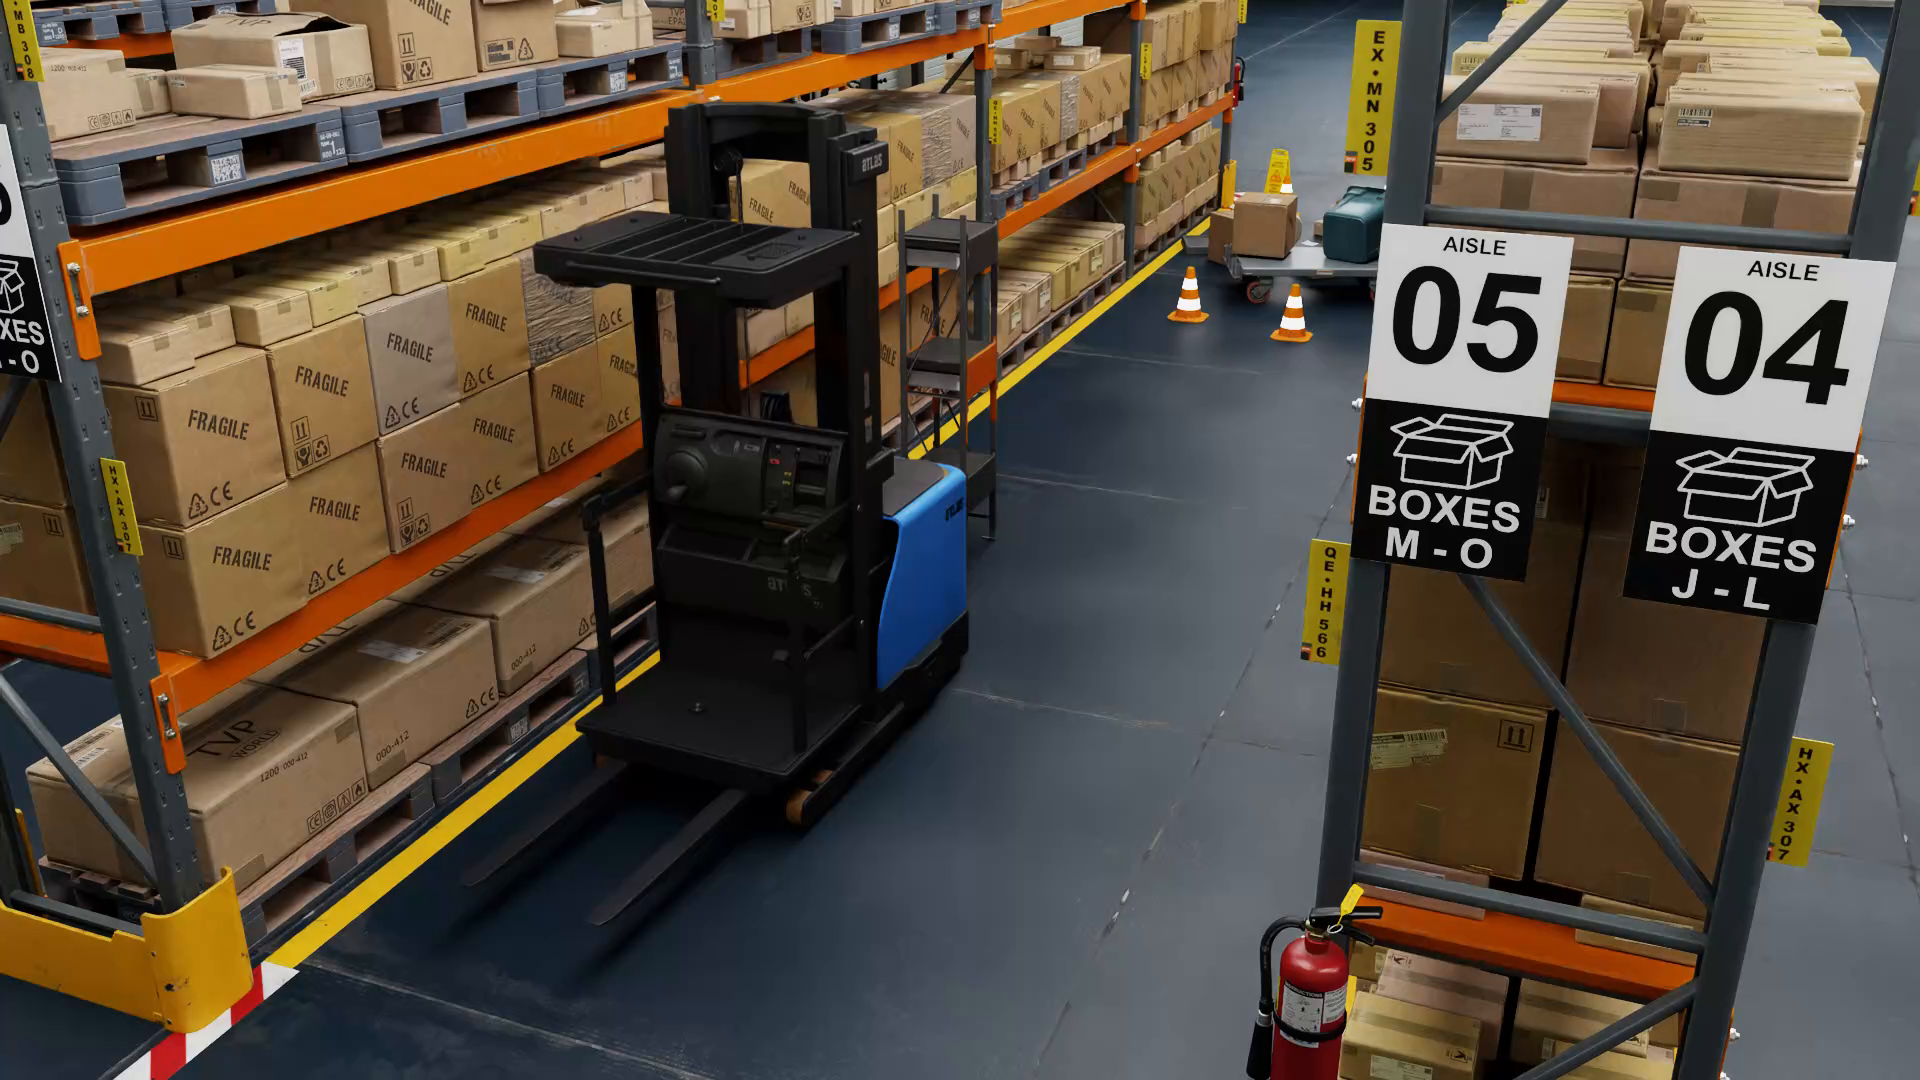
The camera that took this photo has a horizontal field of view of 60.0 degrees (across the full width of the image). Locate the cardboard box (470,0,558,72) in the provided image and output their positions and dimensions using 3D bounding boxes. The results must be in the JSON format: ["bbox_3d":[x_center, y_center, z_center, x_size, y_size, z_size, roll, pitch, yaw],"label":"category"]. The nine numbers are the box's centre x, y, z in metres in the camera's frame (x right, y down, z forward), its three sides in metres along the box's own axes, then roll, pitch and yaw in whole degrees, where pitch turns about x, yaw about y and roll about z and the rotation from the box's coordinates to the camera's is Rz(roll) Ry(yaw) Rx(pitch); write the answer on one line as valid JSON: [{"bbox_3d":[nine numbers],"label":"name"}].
[{"bbox_3d":[-2.213,-2.367,7.324,0.797,0.503,0.637,11,25,24],"label":"cardboard box"}]

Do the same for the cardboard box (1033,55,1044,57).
[{"bbox_3d":[0.789,-4.296,15.582,0.500,0.500,0.500,9,24,21],"label":"cardboard box"}]

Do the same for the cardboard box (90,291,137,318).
[{"bbox_3d":[-3.209,-0.809,6.027,0.380,0.149,0.250,9,24,21],"label":"cardboard box"}]

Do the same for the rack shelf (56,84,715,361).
[{"bbox_3d":[-2.485,-1.519,7.036,1.077,0.370,4.000,9,24,20],"label":"rack shelf"}]

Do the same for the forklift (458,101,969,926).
[{"bbox_3d":[-1.025,-0.289,7.139,1.130,2.935,3.031,10,25,22],"label":"forklift"}]

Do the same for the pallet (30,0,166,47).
[{"bbox_3d":[-6.045,-3.412,10.880,1.213,0.211,1.003,9,24,20],"label":"pallet"}]

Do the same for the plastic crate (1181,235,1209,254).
[{"bbox_3d":[2.574,-3.142,17.670,0.402,0.080,0.583,1,23,2],"label":"plastic crate"}]

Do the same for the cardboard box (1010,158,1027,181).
[{"bbox_3d":[0.318,-2.969,13.247,0.380,0.149,0.250,7,24,17],"label":"cardboard box"}]

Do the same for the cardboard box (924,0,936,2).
[{"bbox_3d":[-0.448,-3.856,11.024,0.700,0.500,0.500,8,24,17],"label":"cardboard box"}]

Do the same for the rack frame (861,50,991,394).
[{"bbox_3d":[-0.256,-2.614,12.616,1.000,3.000,0.127,9,24,20],"label":"rack frame"}]

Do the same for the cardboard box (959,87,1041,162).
[{"bbox_3d":[0.313,-3.306,13.213,0.500,0.500,0.500,10,25,23],"label":"cardboard box"}]

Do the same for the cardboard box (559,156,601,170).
[{"bbox_3d":[-2.100,-1.913,8.671,0.380,0.149,0.250,8,24,19],"label":"cardboard box"}]

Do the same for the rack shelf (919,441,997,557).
[{"bbox_3d":[-0.061,-0.251,9.979,0.431,0.518,0.480,9,24,20],"label":"rack shelf"}]

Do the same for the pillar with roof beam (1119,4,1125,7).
[{"bbox_3d":[7.693,-14.659,33.669,9.100,9.000,0.400,9,24,20],"label":"pillar with roof beam"}]

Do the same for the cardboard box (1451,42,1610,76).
[{"bbox_3d":[1.531,-1.245,4.477,0.380,0.149,0.250,9,24,21],"label":"cardboard box"}]

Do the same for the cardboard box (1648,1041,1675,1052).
[{"bbox_3d":[2.201,1.630,5.609,0.380,0.149,0.250,9,24,21],"label":"cardboard box"}]

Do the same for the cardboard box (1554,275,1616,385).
[{"bbox_3d":[1.329,-0.594,4.083,0.500,0.250,0.500,8,24,19],"label":"cardboard box"}]

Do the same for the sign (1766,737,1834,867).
[{"bbox_3d":[1.909,0.600,3.799,0.100,0.325,0.005,9,24,20],"label":"sign"}]

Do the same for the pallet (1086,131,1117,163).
[{"bbox_3d":[0.810,-3.704,15.475,1.003,0.211,1.213,9,24,20],"label":"pallet"}]

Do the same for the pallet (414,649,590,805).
[{"bbox_3d":[-2.549,0.803,8.053,1.003,0.211,1.213,9,24,20],"label":"pallet"}]

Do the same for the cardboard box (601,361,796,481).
[{"bbox_3d":[-1.586,-0.629,10.076,0.875,0.875,0.875,10,25,22],"label":"cardboard box"}]

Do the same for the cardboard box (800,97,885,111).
[{"bbox_3d":[-0.842,-2.801,11.637,0.500,0.500,0.500,9,24,20],"label":"cardboard box"}]

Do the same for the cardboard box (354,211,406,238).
[{"bbox_3d":[-2.684,-1.371,7.372,0.380,0.149,0.250,9,24,20],"label":"cardboard box"}]

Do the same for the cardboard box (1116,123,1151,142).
[{"bbox_3d":[1.644,-3.996,16.251,0.380,0.149,0.250,9,24,20],"label":"cardboard box"}]

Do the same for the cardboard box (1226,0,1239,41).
[{"bbox_3d":[2.728,-5.907,18.688,0.700,0.500,0.500,8,24,19],"label":"cardboard box"}]

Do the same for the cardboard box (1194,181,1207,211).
[{"bbox_3d":[2.465,-3.890,18.693,0.500,0.250,0.500,9,24,20],"label":"cardboard box"}]

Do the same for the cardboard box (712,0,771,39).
[{"bbox_3d":[-1.231,-2.827,8.865,0.396,0.266,0.258,9,24,20],"label":"cardboard box"}]

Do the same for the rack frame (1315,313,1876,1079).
[{"bbox_3d":[1.405,0.921,4.152,1.000,3.000,0.127,9,24,20],"label":"rack frame"}]

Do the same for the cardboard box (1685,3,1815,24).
[{"bbox_3d":[2.649,-1.714,5.599,0.380,0.149,0.250,8,24,18],"label":"cardboard box"}]

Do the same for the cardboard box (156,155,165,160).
[{"bbox_3d":[-5.772,-2.458,11.568,0.700,0.500,0.500,9,24,21],"label":"cardboard box"}]

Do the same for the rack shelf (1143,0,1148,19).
[{"bbox_3d":[1.972,-5.813,17.317,1.077,0.370,4.000,9,24,20],"label":"rack shelf"}]

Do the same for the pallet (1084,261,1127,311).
[{"bbox_3d":[0.942,-2.480,15.913,1.003,0.211,1.213,9,24,20],"label":"pallet"}]

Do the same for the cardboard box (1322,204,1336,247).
[{"bbox_3d":[4.074,-3.061,16.748,0.797,0.637,0.503,9,24,20],"label":"cardboard box"}]

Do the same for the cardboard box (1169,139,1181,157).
[{"bbox_3d":[2.088,-4.105,17.394,0.380,0.149,0.250,10,25,23],"label":"cardboard box"}]

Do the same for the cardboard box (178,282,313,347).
[{"bbox_3d":[-2.605,-0.826,6.067,0.380,0.149,0.250,10,25,22],"label":"cardboard box"}]

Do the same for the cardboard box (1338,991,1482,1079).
[{"bbox_3d":[1.367,1.543,5.046,0.380,0.149,0.250,9,24,21],"label":"cardboard box"}]

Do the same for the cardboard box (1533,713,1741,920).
[{"bbox_3d":[1.829,0.617,4.365,0.500,0.500,0.500,10,25,23],"label":"cardboard box"}]

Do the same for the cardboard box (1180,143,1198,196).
[{"bbox_3d":[2.275,-4.057,18.120,0.500,0.500,0.500,8,24,19],"label":"cardboard box"}]

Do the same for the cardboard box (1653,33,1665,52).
[{"bbox_3d":[2.752,-1.669,6.009,0.500,0.250,0.500,8,24,18],"label":"cardboard box"}]

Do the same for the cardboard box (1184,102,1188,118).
[{"bbox_3d":[2.196,-4.547,17.569,0.380,0.149,0.250,9,24,20],"label":"cardboard box"}]

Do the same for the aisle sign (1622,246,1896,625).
[{"bbox_3d":[1.657,-0.209,3.486,0.394,0.787,0.004,9,24,20],"label":"aisle sign"}]

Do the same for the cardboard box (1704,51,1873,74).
[{"bbox_3d":[2.108,-1.154,4.257,0.380,0.149,0.250,9,24,21],"label":"cardboard box"}]

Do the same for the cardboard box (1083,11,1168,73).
[{"bbox_3d":[1.594,-4.816,16.076,0.700,0.500,0.500,9,24,20],"label":"cardboard box"}]

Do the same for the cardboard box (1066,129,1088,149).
[{"bbox_3d":[0.902,-3.536,14.606,0.380,0.149,0.250,9,24,20],"label":"cardboard box"}]

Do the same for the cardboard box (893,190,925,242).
[{"bbox_3d":[-0.559,-2.195,11.160,0.500,0.250,0.500,8,24,19],"label":"cardboard box"}]

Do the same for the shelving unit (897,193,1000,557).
[{"bbox_3d":[-0.062,-0.910,9.703,0.431,2.100,0.503,9,24,20],"label":"shelving unit"}]

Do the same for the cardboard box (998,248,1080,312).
[{"bbox_3d":[0.516,-2.332,14.805,0.950,0.372,0.625,10,25,22],"label":"cardboard box"}]

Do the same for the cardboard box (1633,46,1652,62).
[{"bbox_3d":[2.100,-1.562,5.752,0.500,0.250,0.500,9,24,21],"label":"cardboard box"}]

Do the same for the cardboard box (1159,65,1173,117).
[{"bbox_3d":[1.816,-4.529,16.686,0.500,0.500,0.500,9,24,20],"label":"cardboard box"}]

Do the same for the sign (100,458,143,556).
[{"bbox_3d":[-2.715,-0.105,5.385,0.100,0.325,0.005,9,24,20],"label":"sign"}]

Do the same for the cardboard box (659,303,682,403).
[{"bbox_3d":[-1.677,-1.026,8.685,0.500,0.500,0.500,9,24,21],"label":"cardboard box"}]

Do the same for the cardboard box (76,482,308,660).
[{"bbox_3d":[-2.783,0.072,6.056,0.500,0.500,0.500,9,24,20],"label":"cardboard box"}]

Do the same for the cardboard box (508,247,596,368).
[{"bbox_3d":[-2.037,-1.118,7.607,0.500,0.500,0.500,9,24,21],"label":"cardboard box"}]

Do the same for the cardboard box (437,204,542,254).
[{"bbox_3d":[-2.095,-1.385,7.406,0.380,0.149,0.250,8,24,19],"label":"cardboard box"}]

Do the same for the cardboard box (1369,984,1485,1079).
[{"bbox_3d":[1.484,1.590,5.319,0.380,0.149,0.250,8,24,19],"label":"cardboard box"}]

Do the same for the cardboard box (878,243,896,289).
[{"bbox_3d":[-0.743,-1.777,10.807,0.500,0.250,0.500,8,24,19],"label":"cardboard box"}]

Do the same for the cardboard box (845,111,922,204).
[{"bbox_3d":[-0.579,-2.537,11.006,0.500,0.500,0.500,9,24,20],"label":"cardboard box"}]
